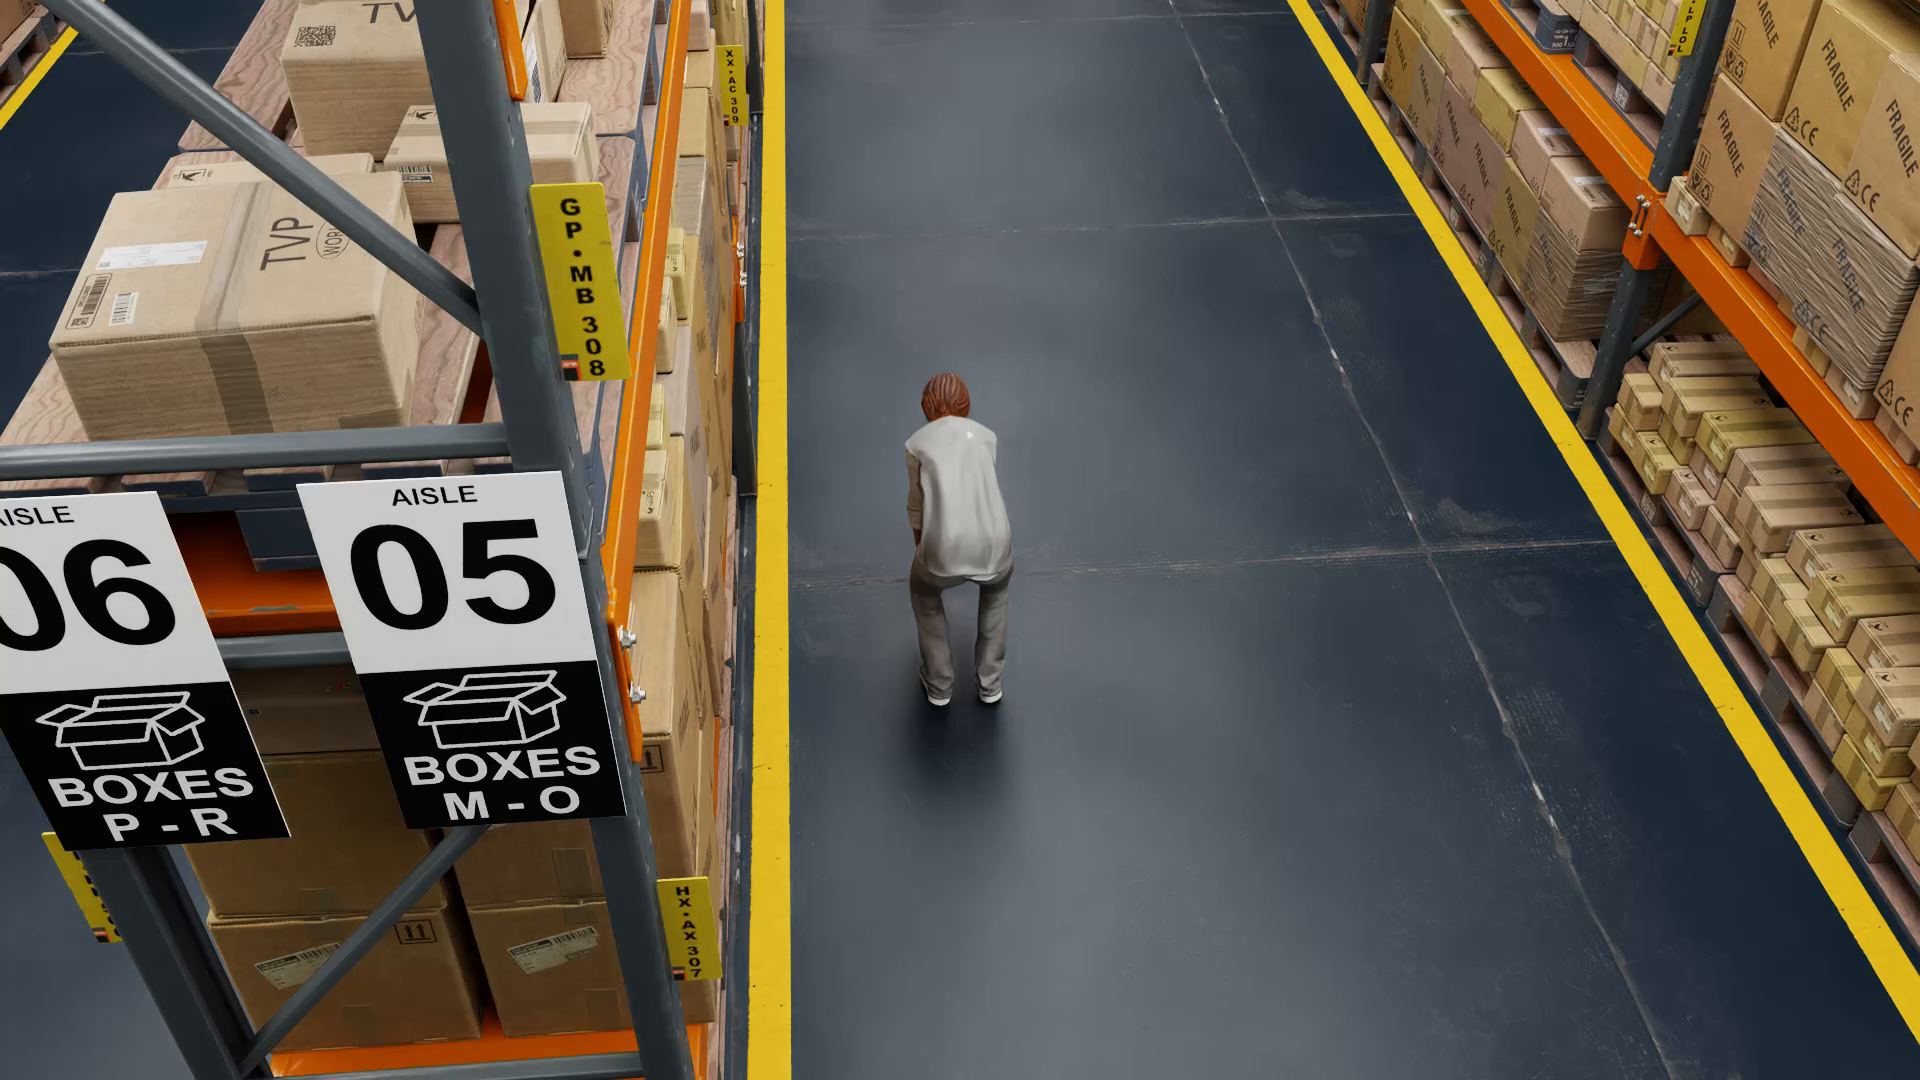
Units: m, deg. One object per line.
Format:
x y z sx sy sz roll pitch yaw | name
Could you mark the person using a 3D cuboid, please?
-0.011 0.027 6.472 0.394 1.164 0.829 -5 40 -5 | person
